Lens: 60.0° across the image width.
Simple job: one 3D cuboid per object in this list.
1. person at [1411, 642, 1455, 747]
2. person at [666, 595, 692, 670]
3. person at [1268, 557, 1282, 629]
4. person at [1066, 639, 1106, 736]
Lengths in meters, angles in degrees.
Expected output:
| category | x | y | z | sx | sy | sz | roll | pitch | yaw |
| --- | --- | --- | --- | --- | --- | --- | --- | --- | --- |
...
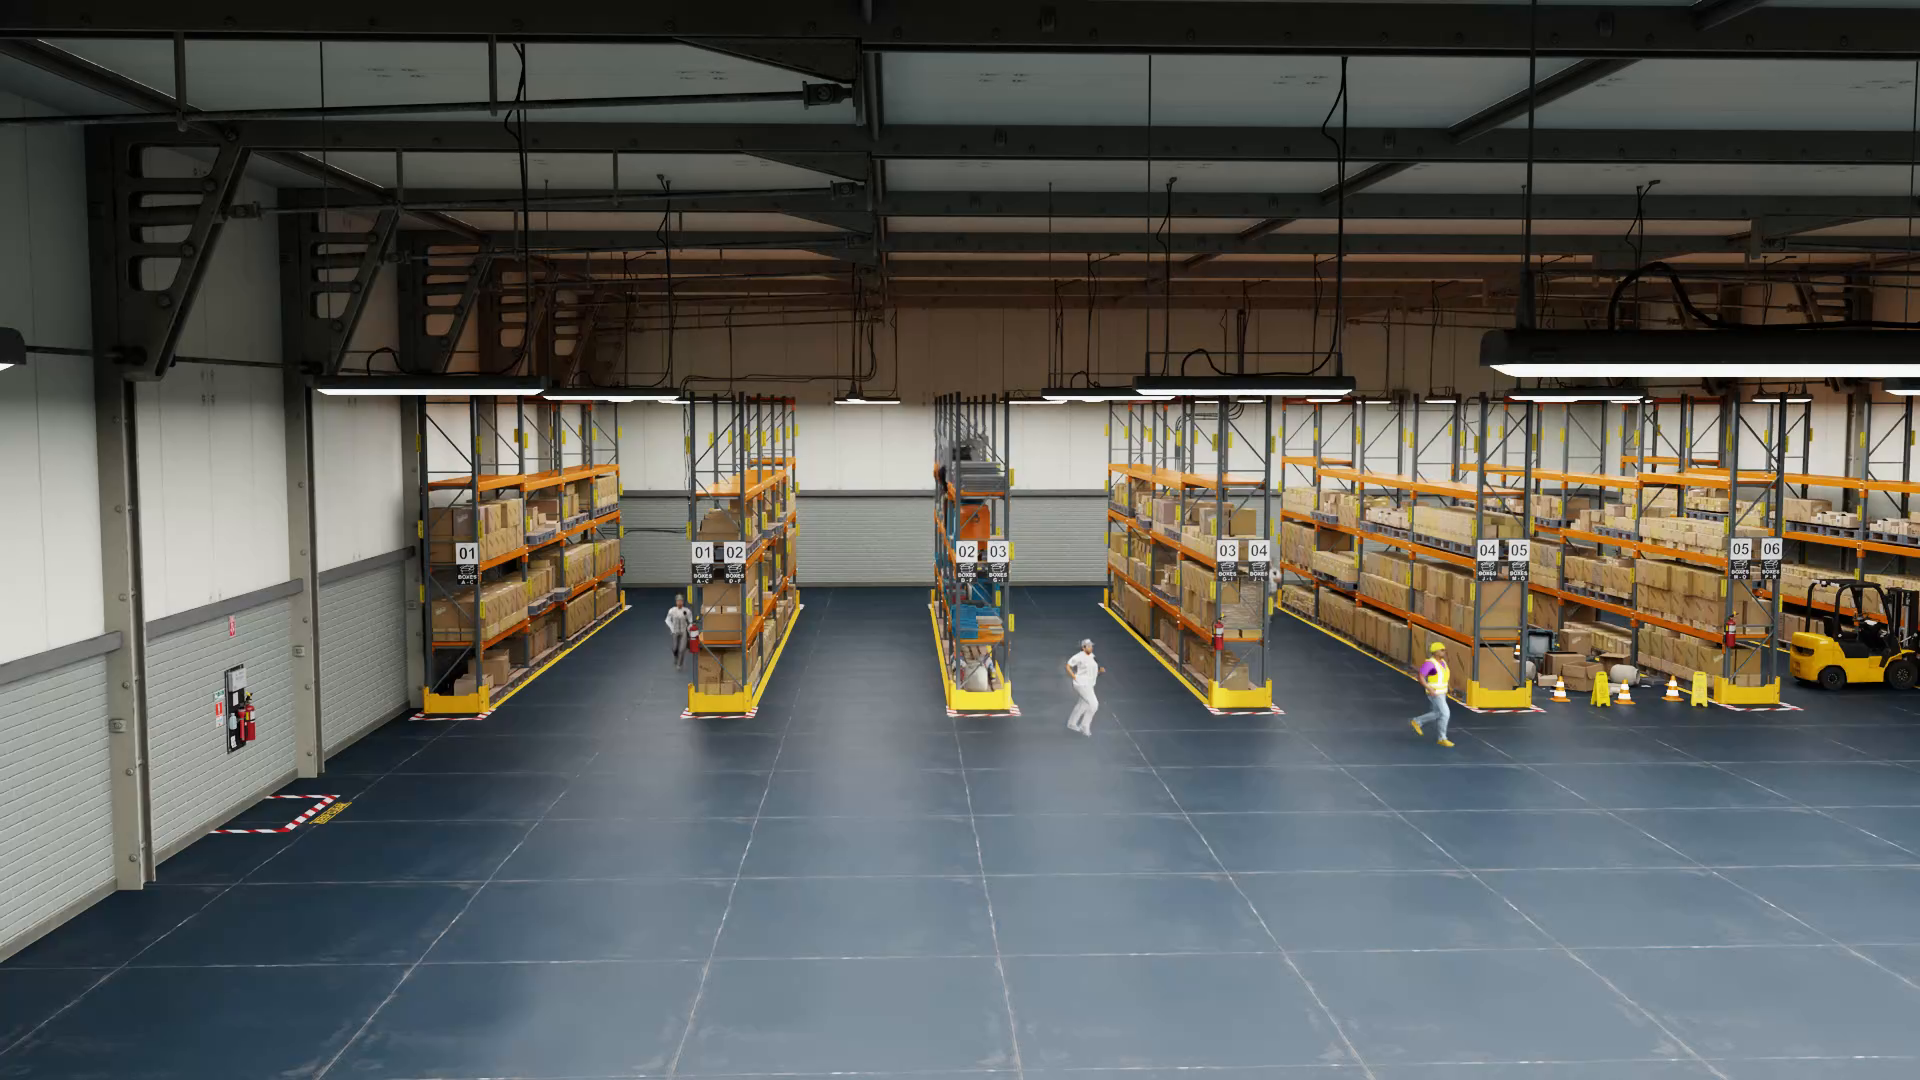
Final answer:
| category | x | y | z | sx | sy | sz | roll | pitch | yaw |
| --- | --- | --- | --- | --- | --- | --- | --- | --- | --- |
| person | 8.048 | 2.597 | 28.276 | 0.820 | 1.751 | 0.717 | 3 | 6 | 37 |
| person | -6.093 | 2.000 | 36.175 | 0.602 | 1.652 | 0.543 | -1 | 5 | -9 |
| person | 8.061 | 1.356 | 43.344 | 0.646 | 1.822 | 0.888 | 0 | 5 | -3 |
| person | 2.206 | 2.585 | 29.117 | 0.706 | 1.720 | 0.573 | 3 | 5 | 30 |
